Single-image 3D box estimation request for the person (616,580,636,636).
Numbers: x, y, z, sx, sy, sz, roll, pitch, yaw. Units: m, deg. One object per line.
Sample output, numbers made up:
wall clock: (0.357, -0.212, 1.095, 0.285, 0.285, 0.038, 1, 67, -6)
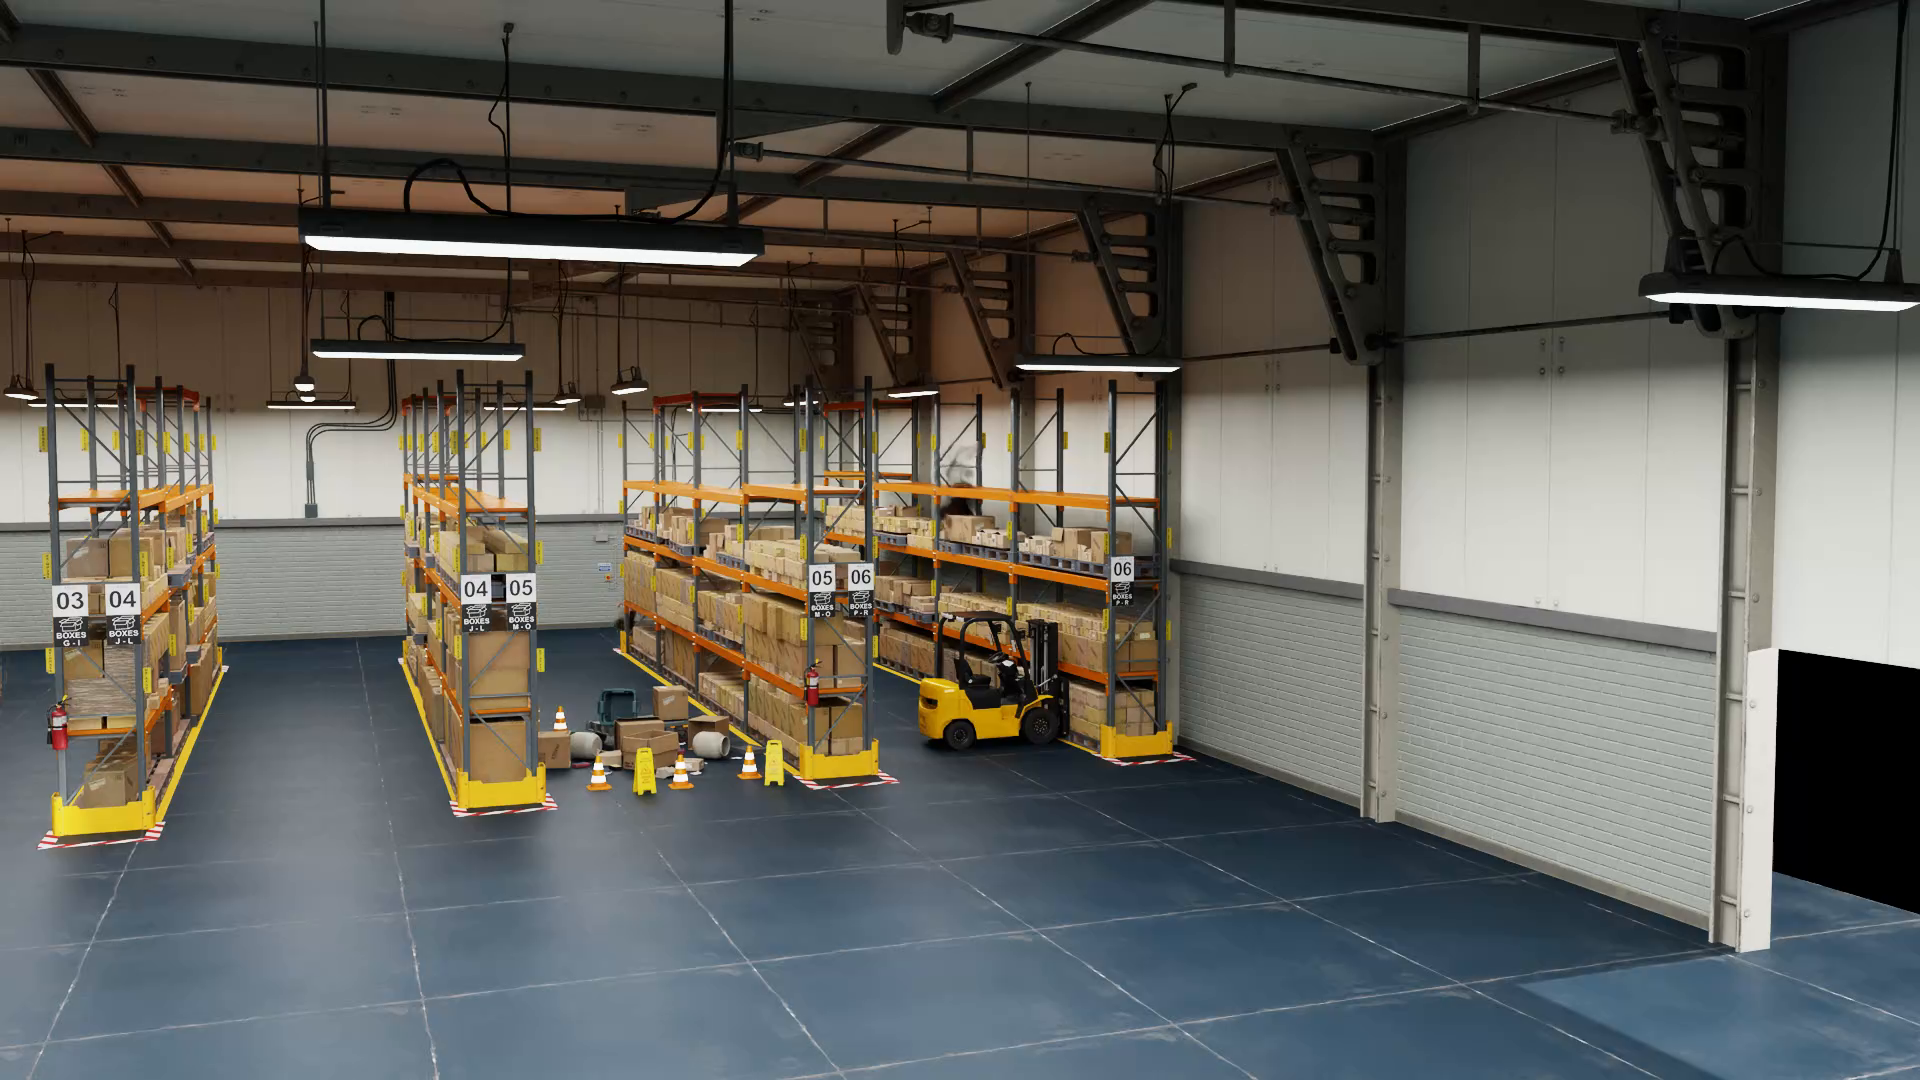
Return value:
person: (-8.156, 1.759, 40.989, 0.661, 1.734, 0.811, 0, 3, -5)
